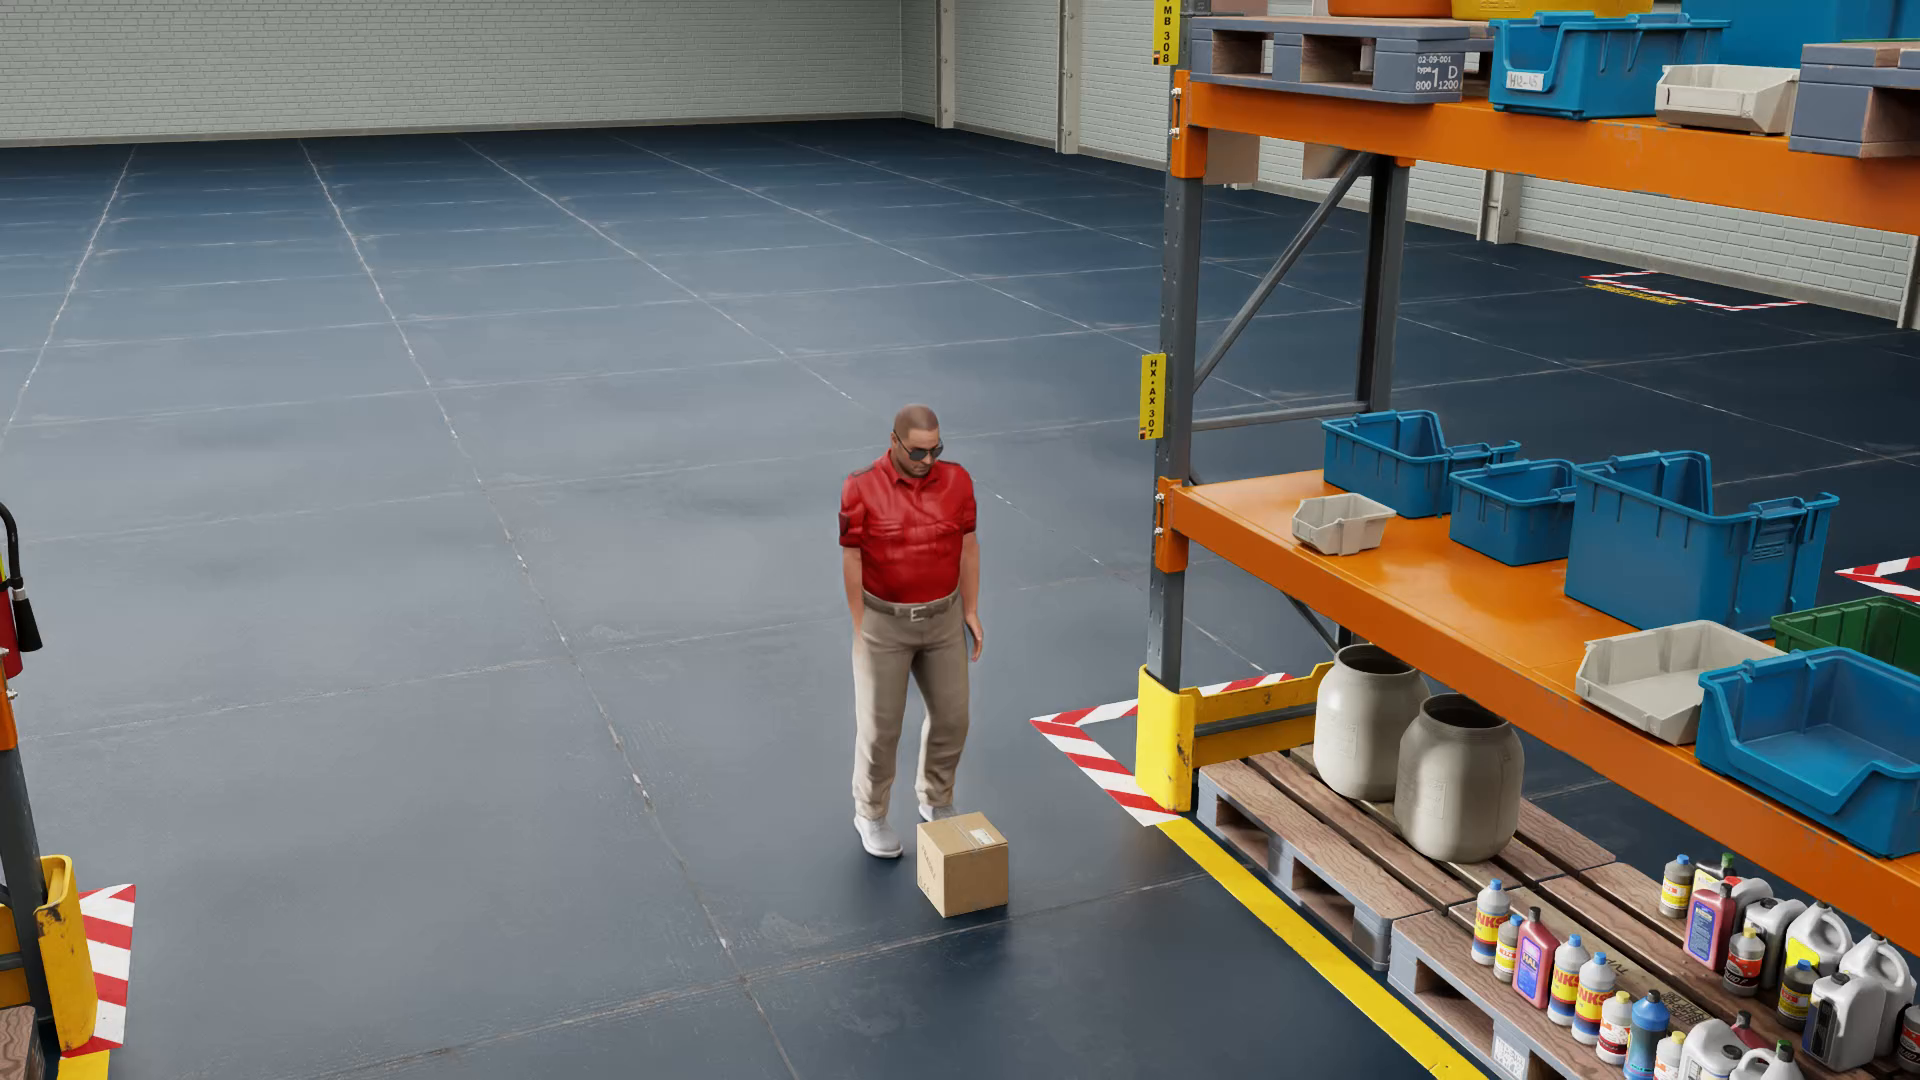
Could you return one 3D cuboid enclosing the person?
[{"bbox_3d":[-0.169,0.322,6.173,0.536,1.715,0.358,-7,20,-21],"label":"person"}]
